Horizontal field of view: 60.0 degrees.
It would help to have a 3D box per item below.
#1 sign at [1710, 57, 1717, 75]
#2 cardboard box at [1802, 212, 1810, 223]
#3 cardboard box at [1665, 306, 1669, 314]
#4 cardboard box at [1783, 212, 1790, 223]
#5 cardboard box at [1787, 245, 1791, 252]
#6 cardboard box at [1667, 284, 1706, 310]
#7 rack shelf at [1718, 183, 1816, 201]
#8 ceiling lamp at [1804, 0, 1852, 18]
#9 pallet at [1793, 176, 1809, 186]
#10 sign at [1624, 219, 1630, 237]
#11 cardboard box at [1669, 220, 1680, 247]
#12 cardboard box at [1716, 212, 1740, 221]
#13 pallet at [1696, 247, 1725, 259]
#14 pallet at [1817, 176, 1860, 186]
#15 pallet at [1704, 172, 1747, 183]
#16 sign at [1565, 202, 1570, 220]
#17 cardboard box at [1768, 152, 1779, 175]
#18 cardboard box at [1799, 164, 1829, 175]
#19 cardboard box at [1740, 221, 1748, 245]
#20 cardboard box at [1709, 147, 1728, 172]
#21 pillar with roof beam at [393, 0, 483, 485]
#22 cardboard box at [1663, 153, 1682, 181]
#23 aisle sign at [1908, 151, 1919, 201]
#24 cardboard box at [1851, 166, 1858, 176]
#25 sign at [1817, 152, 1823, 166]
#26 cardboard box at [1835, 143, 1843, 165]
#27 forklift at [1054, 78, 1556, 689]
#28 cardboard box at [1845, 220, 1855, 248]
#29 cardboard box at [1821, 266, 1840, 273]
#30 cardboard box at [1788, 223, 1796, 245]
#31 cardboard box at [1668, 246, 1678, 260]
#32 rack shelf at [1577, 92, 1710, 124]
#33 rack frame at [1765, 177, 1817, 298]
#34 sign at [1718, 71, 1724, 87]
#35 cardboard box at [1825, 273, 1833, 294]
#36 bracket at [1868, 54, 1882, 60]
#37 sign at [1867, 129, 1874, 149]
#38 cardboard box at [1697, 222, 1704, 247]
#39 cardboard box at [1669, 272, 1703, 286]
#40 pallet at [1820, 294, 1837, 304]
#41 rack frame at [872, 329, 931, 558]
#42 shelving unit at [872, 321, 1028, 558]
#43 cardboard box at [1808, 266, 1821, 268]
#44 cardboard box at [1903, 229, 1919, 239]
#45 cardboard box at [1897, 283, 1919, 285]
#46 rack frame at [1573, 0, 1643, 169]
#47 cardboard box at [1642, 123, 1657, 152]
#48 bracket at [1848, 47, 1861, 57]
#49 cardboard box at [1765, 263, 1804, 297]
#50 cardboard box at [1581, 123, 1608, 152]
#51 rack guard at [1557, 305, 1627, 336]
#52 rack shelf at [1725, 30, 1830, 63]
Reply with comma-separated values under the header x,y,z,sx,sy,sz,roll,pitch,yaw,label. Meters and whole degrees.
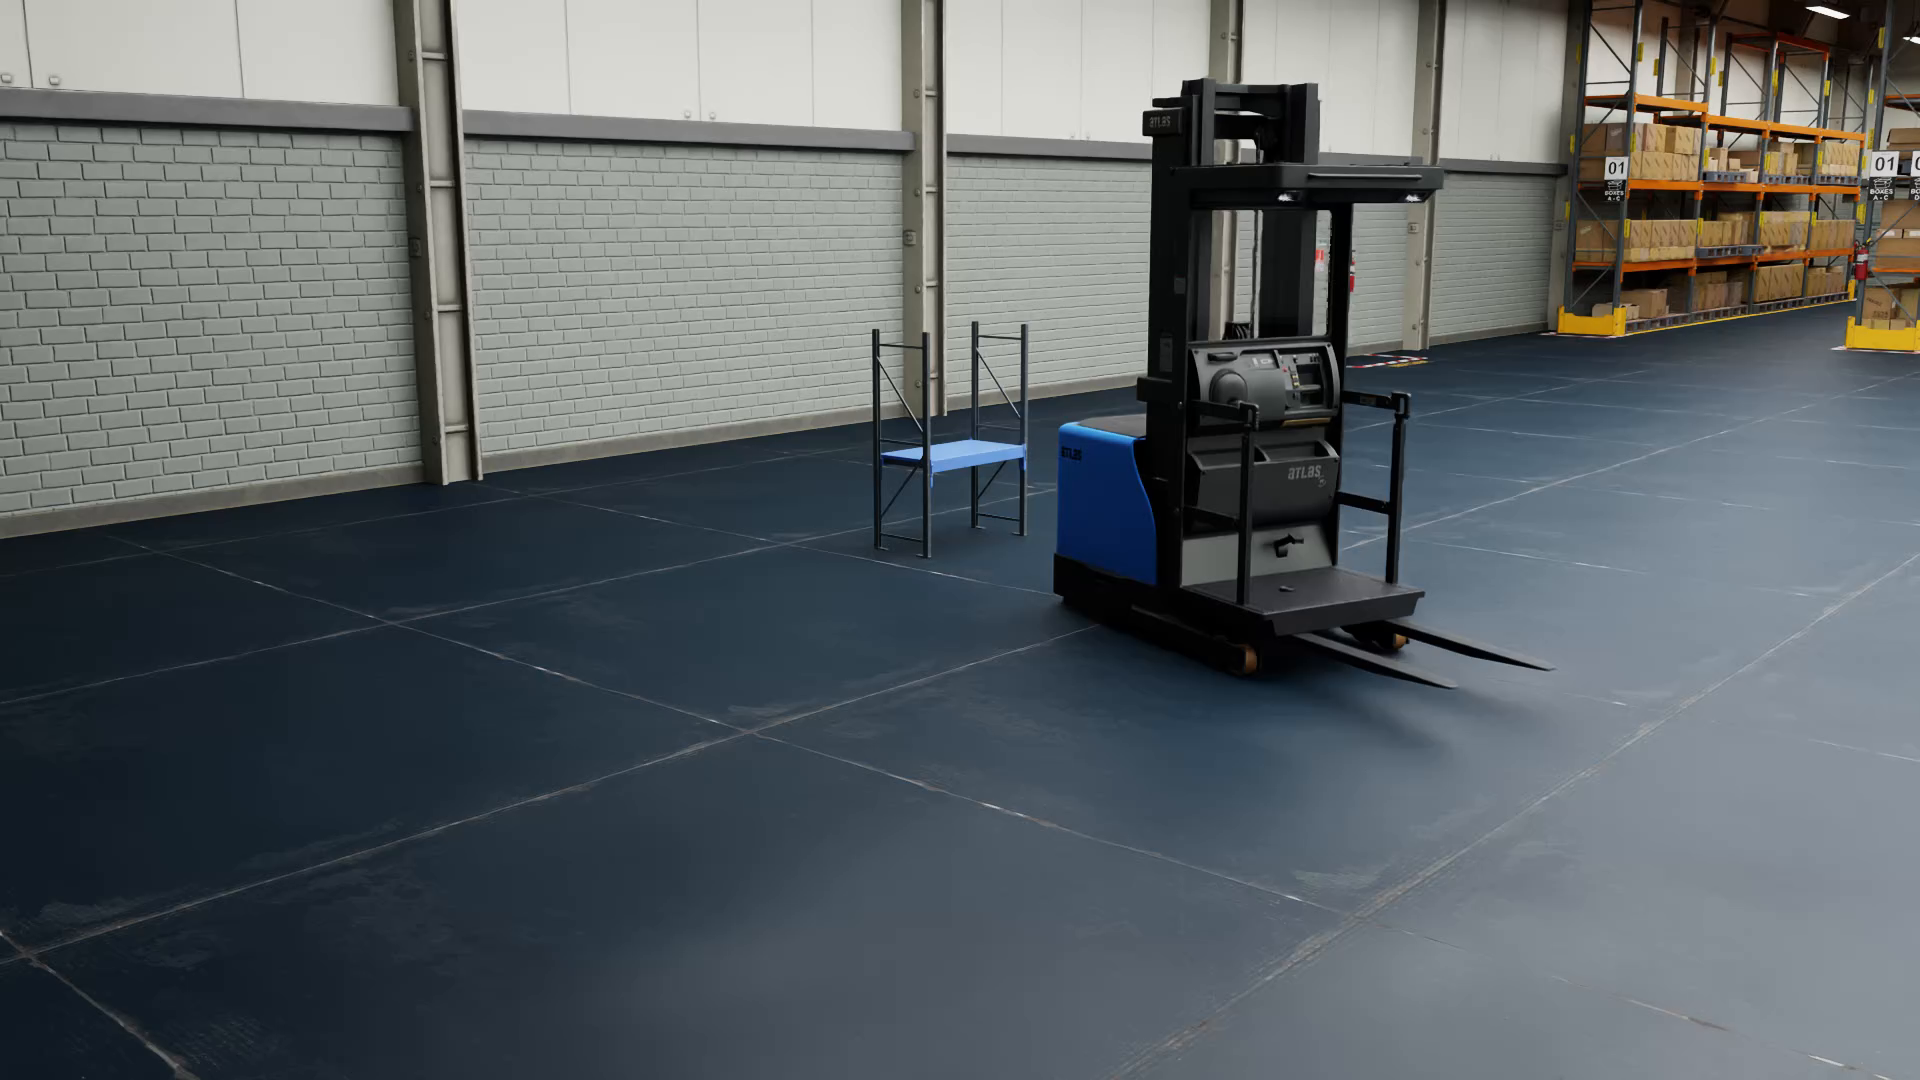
x,y,z,sx,sy,sz,roll,pitch,yaw,label
14.716,-9.254,32.481,0.100,0.325,0.005,10,15,40,sign
19.485,-7.536,38.802,0.500,0.250,0.500,10,15,42,cardboard box
13.990,-4.632,33.354,0.380,0.166,0.250,7,14,33,cardboard box
18.468,-7.312,37.680,0.500,0.250,0.500,9,15,39,cardboard box
18.896,-6.719,38.284,0.380,0.149,0.250,10,15,40,cardboard box
15.097,-5.071,34.701,0.700,0.500,0.500,9,15,39,cardboard box
18.281,-7.889,37.729,1.077,0.370,4.000,10,15,40,rack shelf
16.340,-11.310,30.458,0.800,3.185,2.000,10,15,40,ceiling lamp
19.033,-8.301,38.444,0.805,0.209,1.217,9,14,38,pallet
12.088,-5.654,30.151,0.100,0.325,0.005,10,15,40,sign
13.575,-5.936,32.189,0.500,0.500,0.500,9,15,39,cardboard box
17.066,-7.149,36.867,0.500,0.250,0.500,10,15,42,cardboard box
14.934,-5.888,34.021,1.003,0.211,1.213,10,15,40,pallet
21.760,-8.971,41.534,1.003,0.211,1.213,10,15,40,pallet
15.490,-7.497,34.409,1.213,0.211,1.003,10,15,40,pallet
11.276,-6.097,30.816,0.100,0.325,0.005,10,15,40,sign
17.923,-8.456,37.351,0.700,0.500,0.500,11,16,43,cardboard box
20.256,-8.785,39.434,0.500,0.250,0.500,10,15,40,cardboard box
16.658,-6.671,36.074,0.700,0.500,0.500,8,14,34,cardboard box
15.556,-7.866,34.448,0.500,0.500,0.500,9,14,38,cardboard box
-1.116,-4.369,10.609,9.100,9.000,0.400,10,15,40,pillar with roof beam
13.492,-7.152,31.899,0.500,0.500,0.500,9,14,38,cardboard box
15.590,-5.885,26.881,0.394,0.787,0.004,10,15,40,aisle sign
21.958,-9.164,41.331,0.500,0.250,0.500,10,15,42,cardboard box
20.015,-8.875,38.707,0.100,0.325,0.005,10,15,40,sign
20.939,-9.304,40.116,0.500,0.500,0.500,10,15,41,cardboard box
1.709,-0.859,8.526,1.130,2.935,3.031,-6,13,-29,forklift
21.913,-7.724,41.961,0.980,0.700,0.700,11,16,43,cardboard box
21.739,-6.756,41.531,0.380,0.149,0.250,10,15,42,cardboard box
18.819,-7.020,38.135,0.500,0.500,0.500,10,15,40,cardboard box
13.580,-5.567,32.259,0.500,0.250,0.500,10,15,40,cardboard box
13.000,-8.181,31.543,1.077,0.370,4.000,10,15,40,rack shelf
19.601,-7.065,39.426,1.000,3.000,0.127,10,15,40,rack frame
16.542,-10.025,36.142,0.100,0.325,0.005,10,15,40,sign
21.193,-6.370,41.256,0.700,0.500,0.500,9,14,39,cardboard box
25.090,-13.147,45.368,0.076,0.066,3.189,10,15,40,bracket
15.005,-6.598,27.371,0.100,0.325,0.005,10,15,40,sign
14.682,-6.223,33.833,0.700,0.500,0.500,10,15,41,cardboard box
15.082,-5.422,34.541,0.500,0.250,0.500,9,15,39,cardboard box
20.967,-5.980,41.111,1.003,0.211,1.213,10,15,40,pallet
-0.392,-0.648,11.127,0.500,1.500,0.032,10,15,40,rack frame
-0.056,-0.723,11.501,0.538,1.500,1.048,10,15,40,shelving unit
21.288,-6.769,41.596,0.380,0.149,0.250,10,15,41,cardboard box
15.824,-5.057,27.459,0.380,0.149,0.250,10,15,40,cardboard box
17.179,-4.371,29.972,0.500,0.500,0.500,10,15,40,cardboard box
11.680,-8.242,29.999,1.000,3.000,0.127,10,15,40,rack frame
12.486,-7.412,30.646,0.500,0.500,0.500,10,15,40,cardboard box
23.367,-12.763,43.446,0.235,0.232,0.430,10,15,40,bracket
19.270,-6.104,39.033,0.750,0.750,0.750,10,15,41,cardboard box
11.768,-7.417,30.670,0.500,0.500,0.500,11,15,43,cardboard box
11.730,-4.085,30.887,1.175,0.500,0.348,10,15,40,rack guard
18.281,-10.990,37.110,1.077,0.370,4.000,10,15,40,rack shelf
